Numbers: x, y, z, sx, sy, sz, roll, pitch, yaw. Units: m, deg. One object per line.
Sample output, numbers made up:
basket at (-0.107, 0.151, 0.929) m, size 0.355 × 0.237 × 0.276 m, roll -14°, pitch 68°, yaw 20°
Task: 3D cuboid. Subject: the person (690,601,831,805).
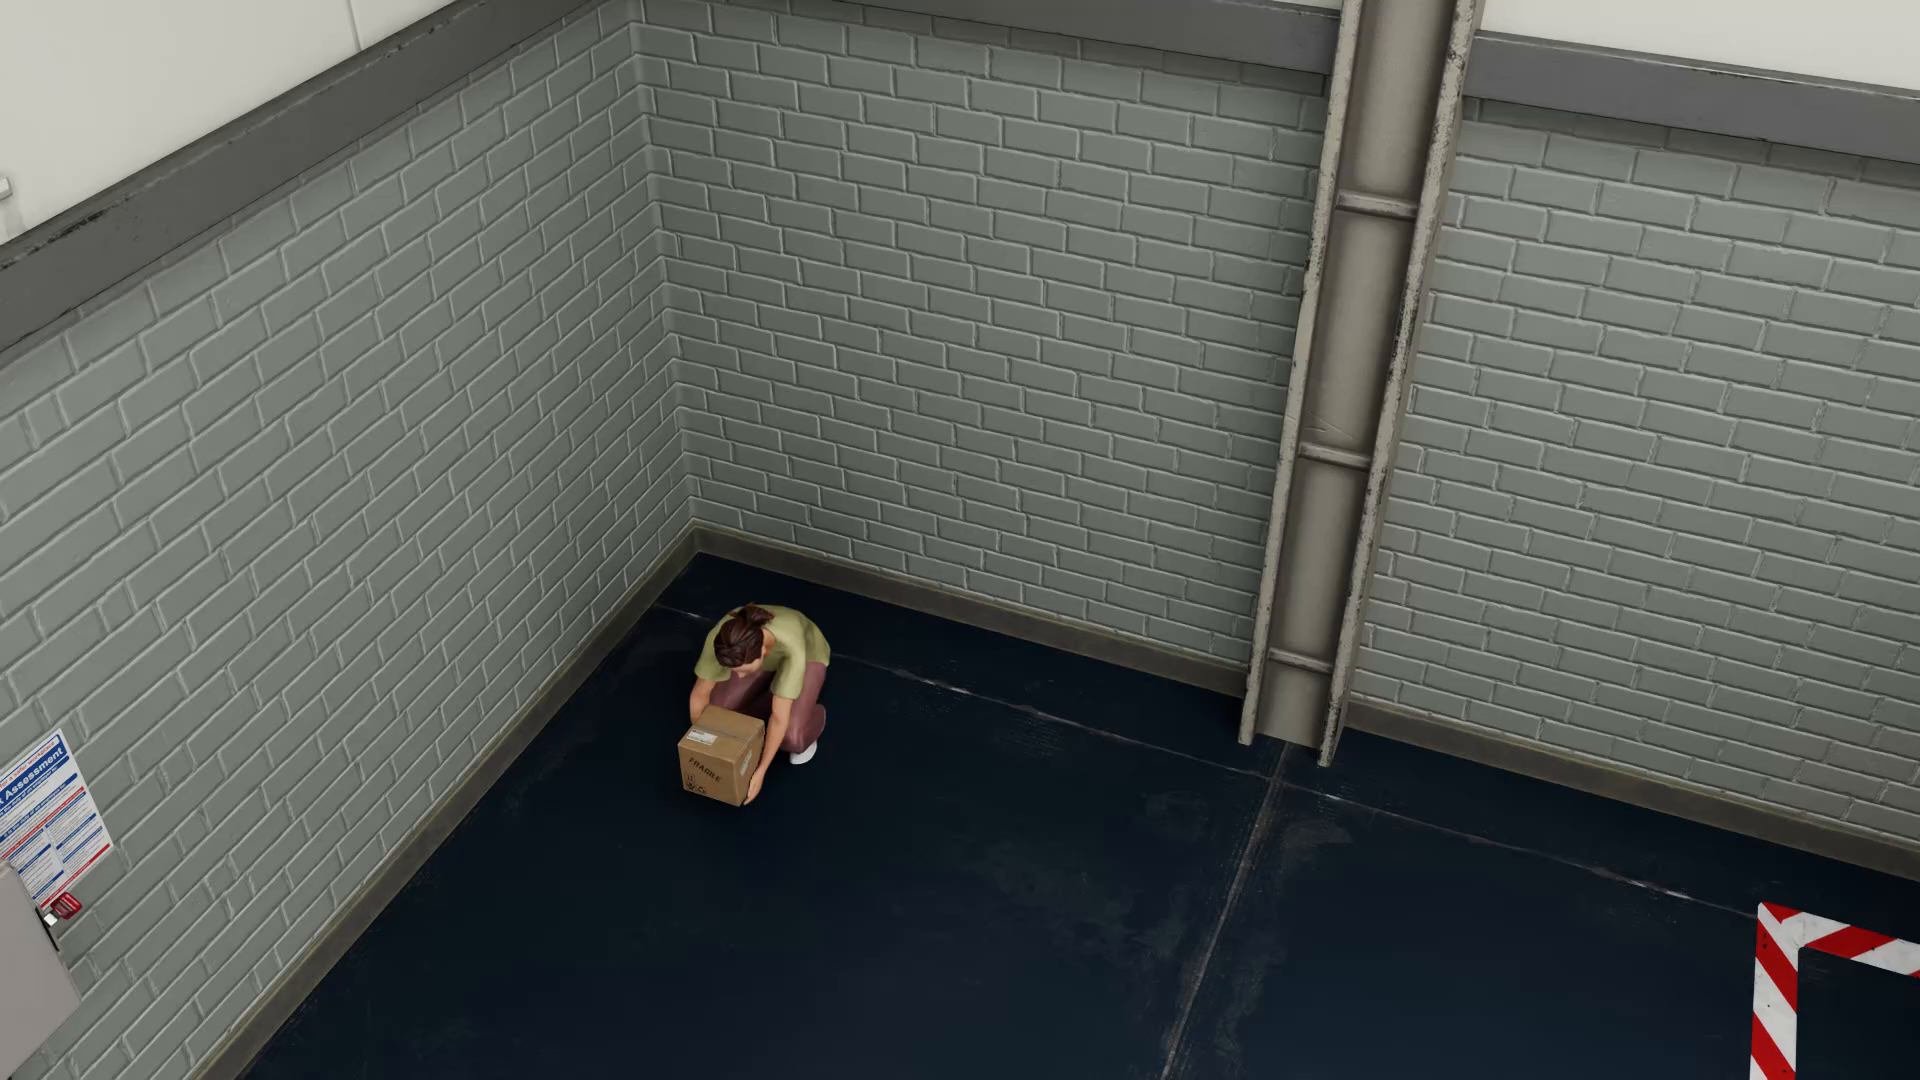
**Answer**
person at (-0.807, 0.557, 6.714) m, size 0.479 × 0.931 × 0.803 m, roll 14°, pitch 40°, yaw 18°
